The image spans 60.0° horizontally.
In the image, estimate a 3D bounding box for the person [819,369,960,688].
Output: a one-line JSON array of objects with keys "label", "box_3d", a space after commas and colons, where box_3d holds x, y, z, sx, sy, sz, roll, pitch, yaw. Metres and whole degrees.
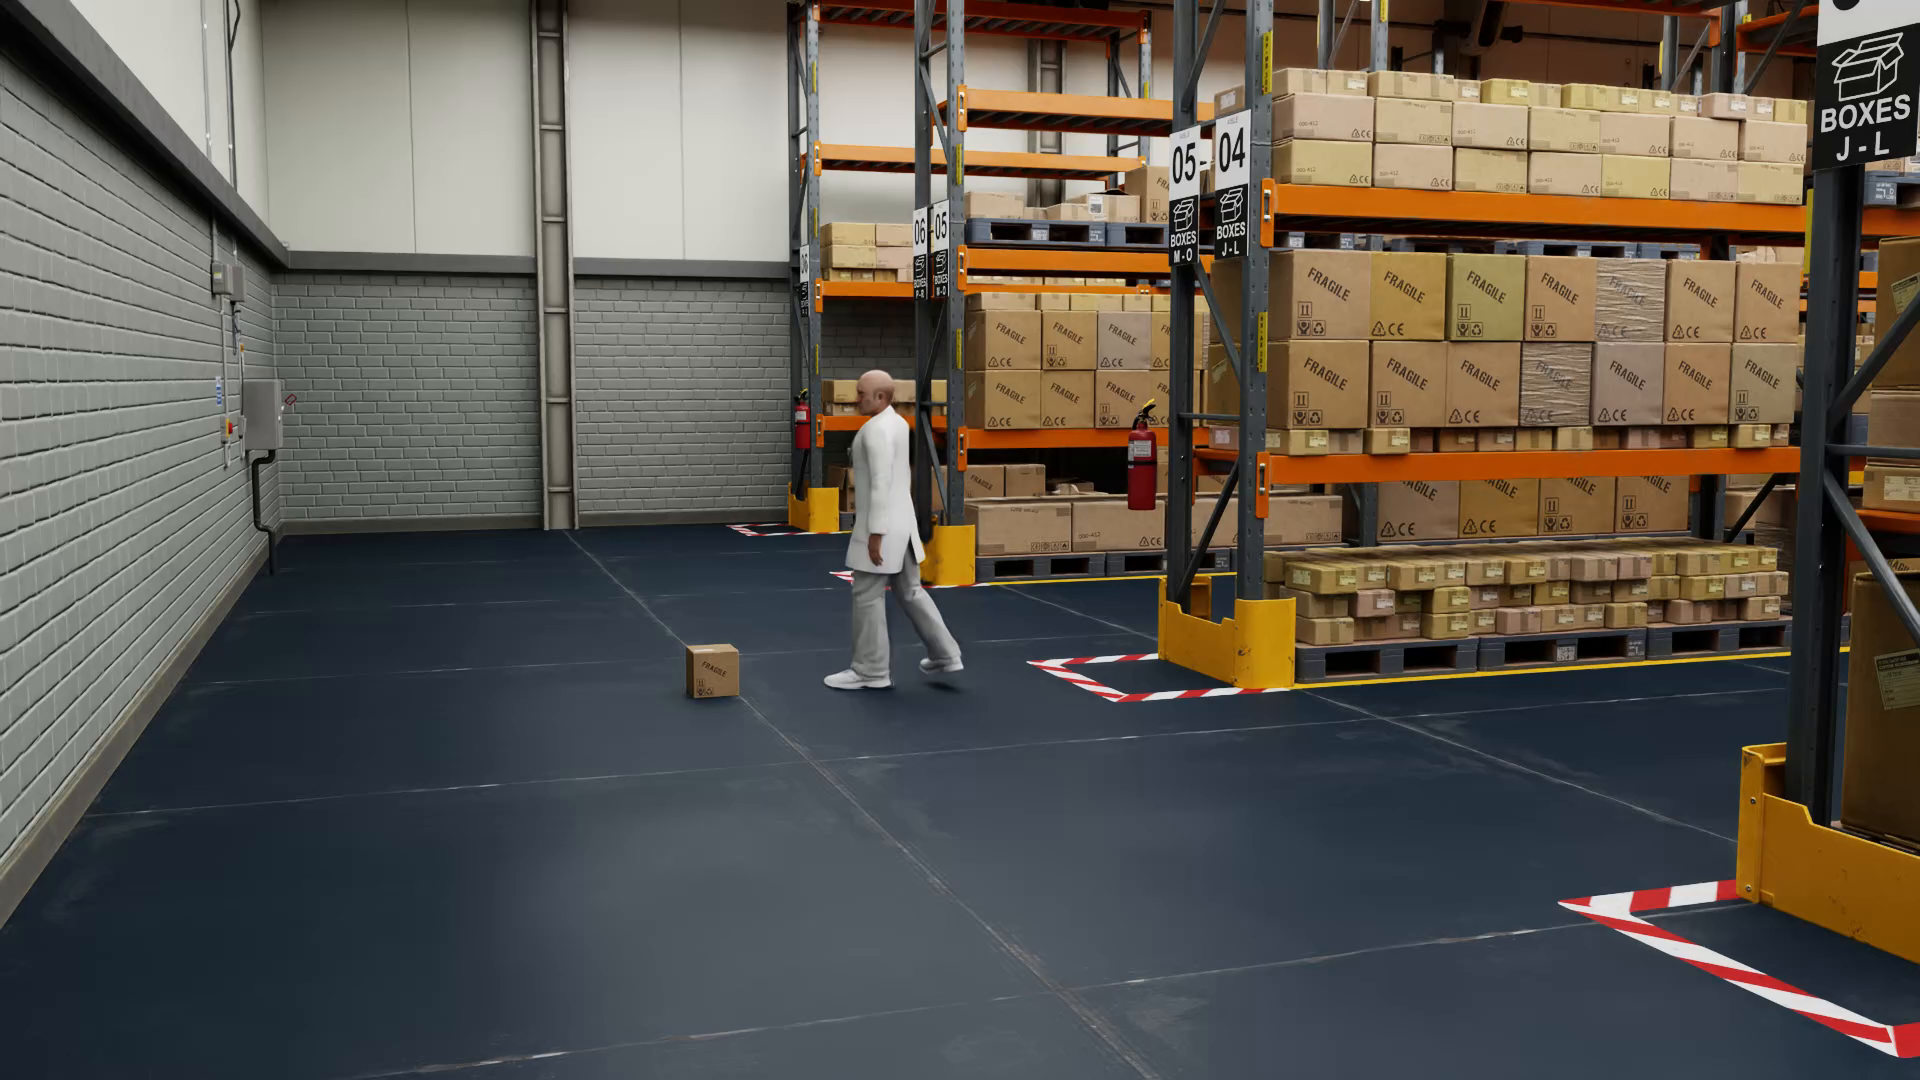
[{"label": "person", "box_3d": [-0.389, -0.063, 9.296, 0.771, 1.775, 0.612, 2, 6, 15]}]
